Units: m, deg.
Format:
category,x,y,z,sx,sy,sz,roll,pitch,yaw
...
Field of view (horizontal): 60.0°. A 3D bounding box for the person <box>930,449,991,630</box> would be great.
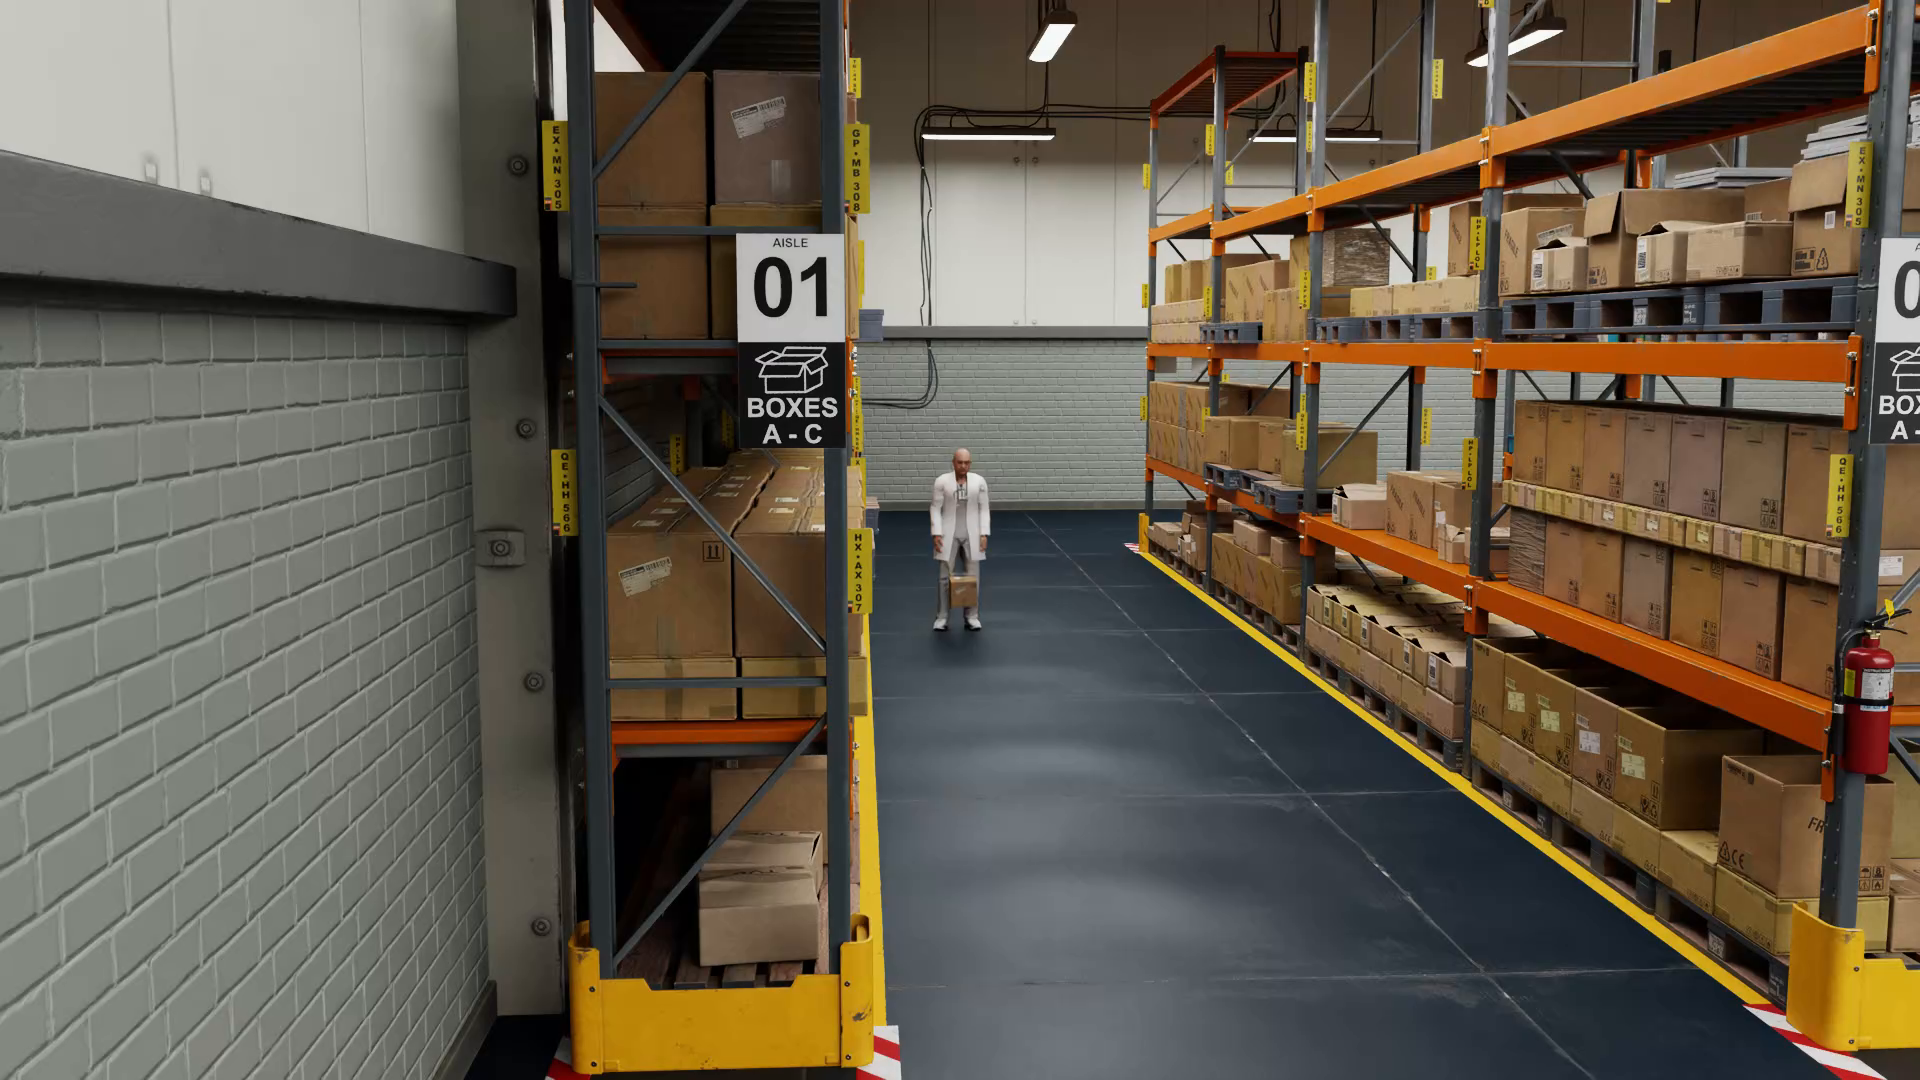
category,x,y,z,sx,sy,sz,roll,pitch,yaw
person,0.004,-0.013,16.405,0.596,1.776,0.424,-1,7,-5
